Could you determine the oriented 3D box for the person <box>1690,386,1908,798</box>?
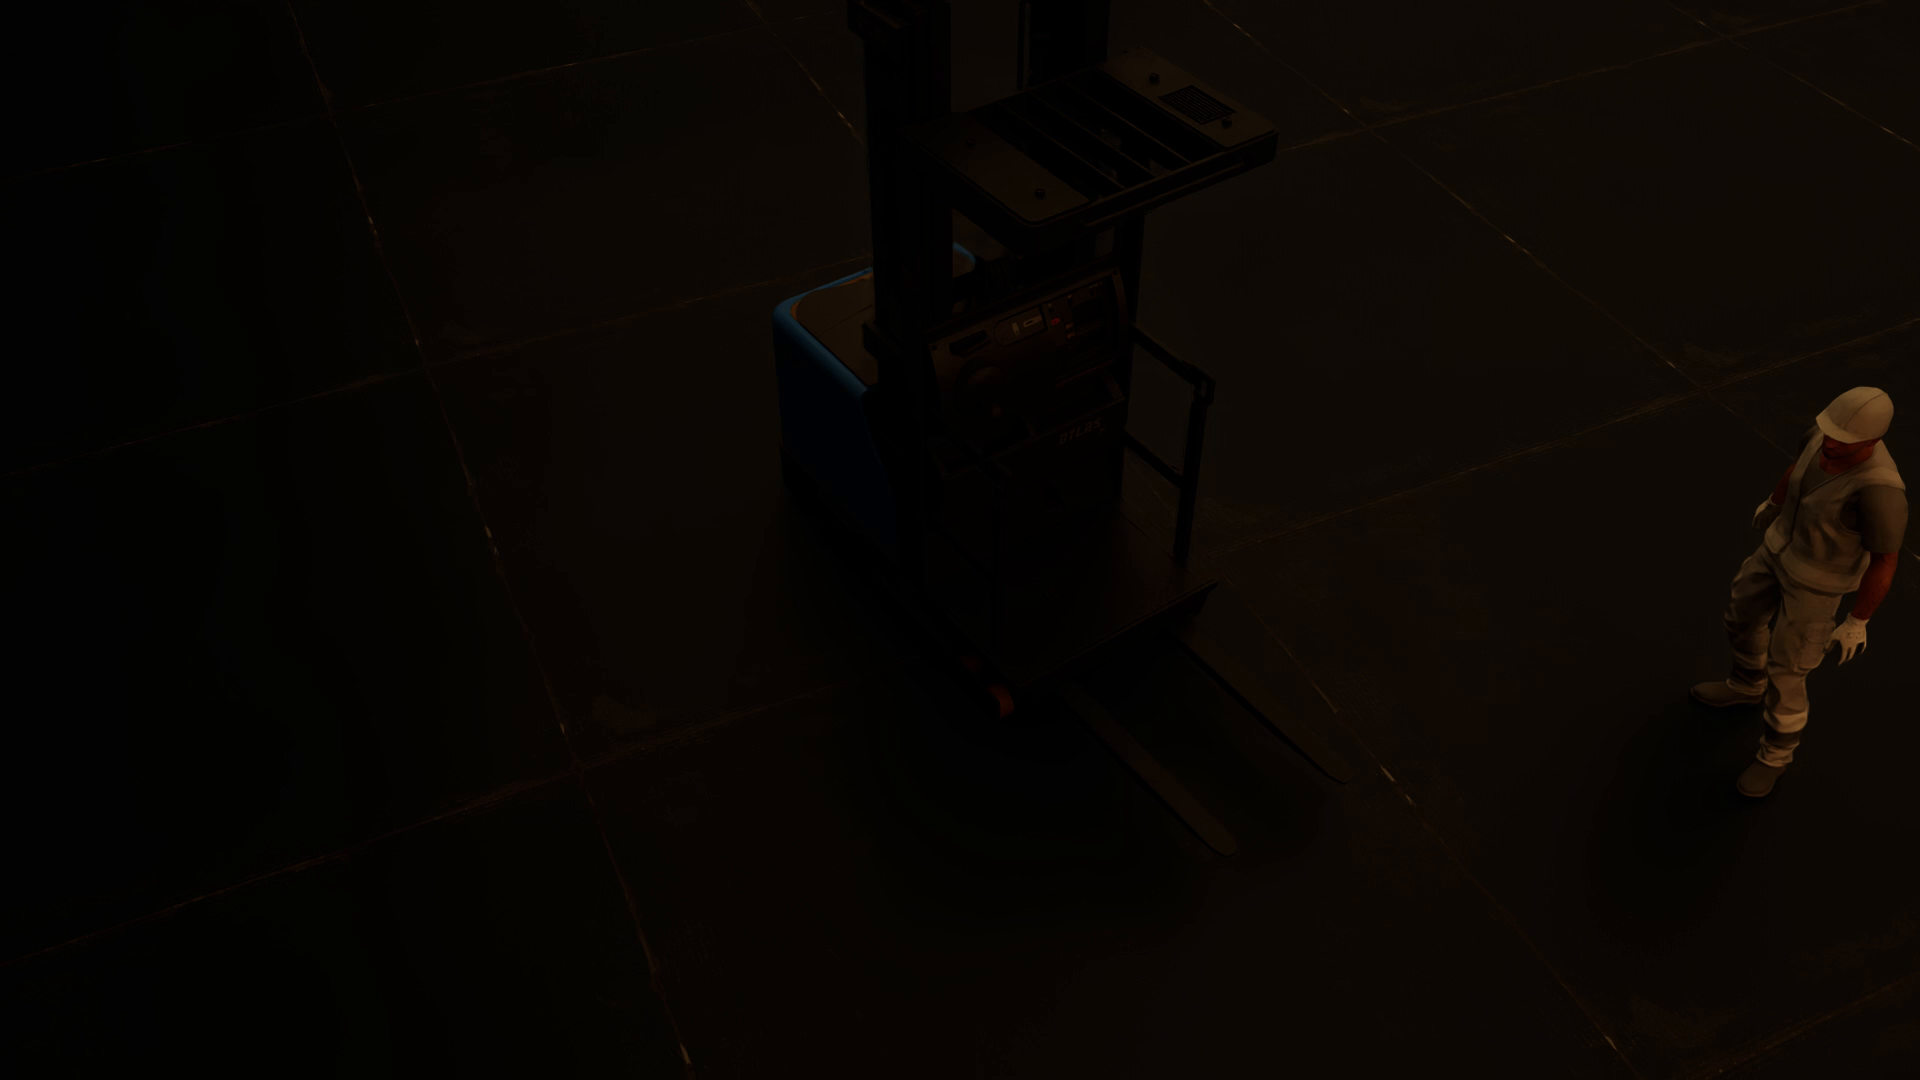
[{"bbox_3d":[3.240,0.119,6.417,0.428,1.752,0.839,-6,43,-7],"label":"person"}]

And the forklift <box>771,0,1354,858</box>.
[{"bbox_3d":[0.401,-0.695,6.425,1.130,2.935,3.031,-26,49,-25],"label":"forklift"}]
